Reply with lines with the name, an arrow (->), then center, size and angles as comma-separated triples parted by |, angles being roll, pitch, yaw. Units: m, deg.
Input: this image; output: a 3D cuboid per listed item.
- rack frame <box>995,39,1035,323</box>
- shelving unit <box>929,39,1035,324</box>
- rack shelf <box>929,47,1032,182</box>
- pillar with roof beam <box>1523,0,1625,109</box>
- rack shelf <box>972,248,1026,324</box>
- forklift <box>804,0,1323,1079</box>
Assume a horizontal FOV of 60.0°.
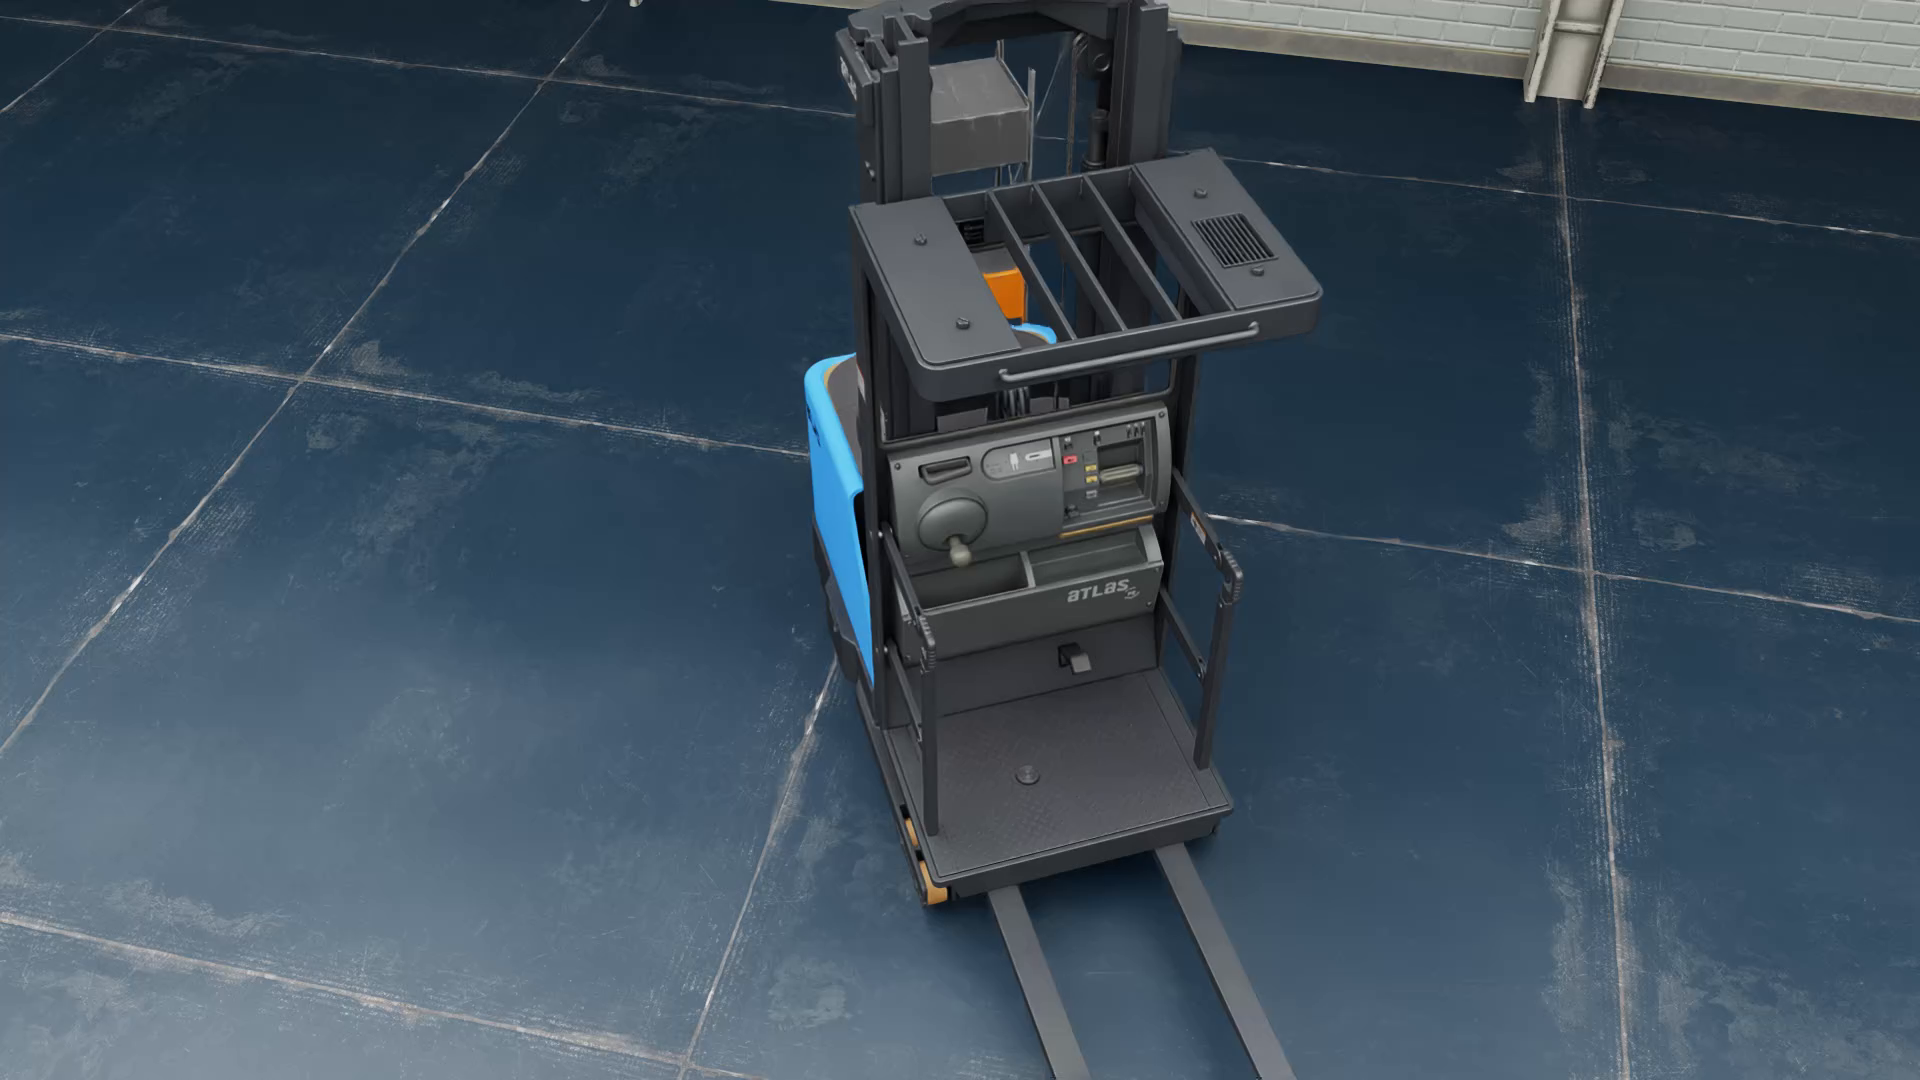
rack frame -> 0.204, -1.040, 6.776 | 0.015, 2.100, 0.400 | -12, 45, -12
shelving unit -> -0.030, -0.991, 6.726 | 0.503, 2.100, 0.431 | -12, 45, -12
rack shelf -> -0.030, -1.486, 6.250 | 0.480, 0.518, 0.431 | -12, 45, -12
pillar with roof beam -> 2.659, -3.023, 3.862 | 0.400, 9.000, 9.100 | 9, 45, 9
rack shelf -> -0.030, -0.981, 6.735 | 0.480, 0.518, 0.431 | -12, 45, -12
forklift -> 0.298, -0.084, 5.184 | 1.130, 2.935, 3.031 | -12, 45, -12
